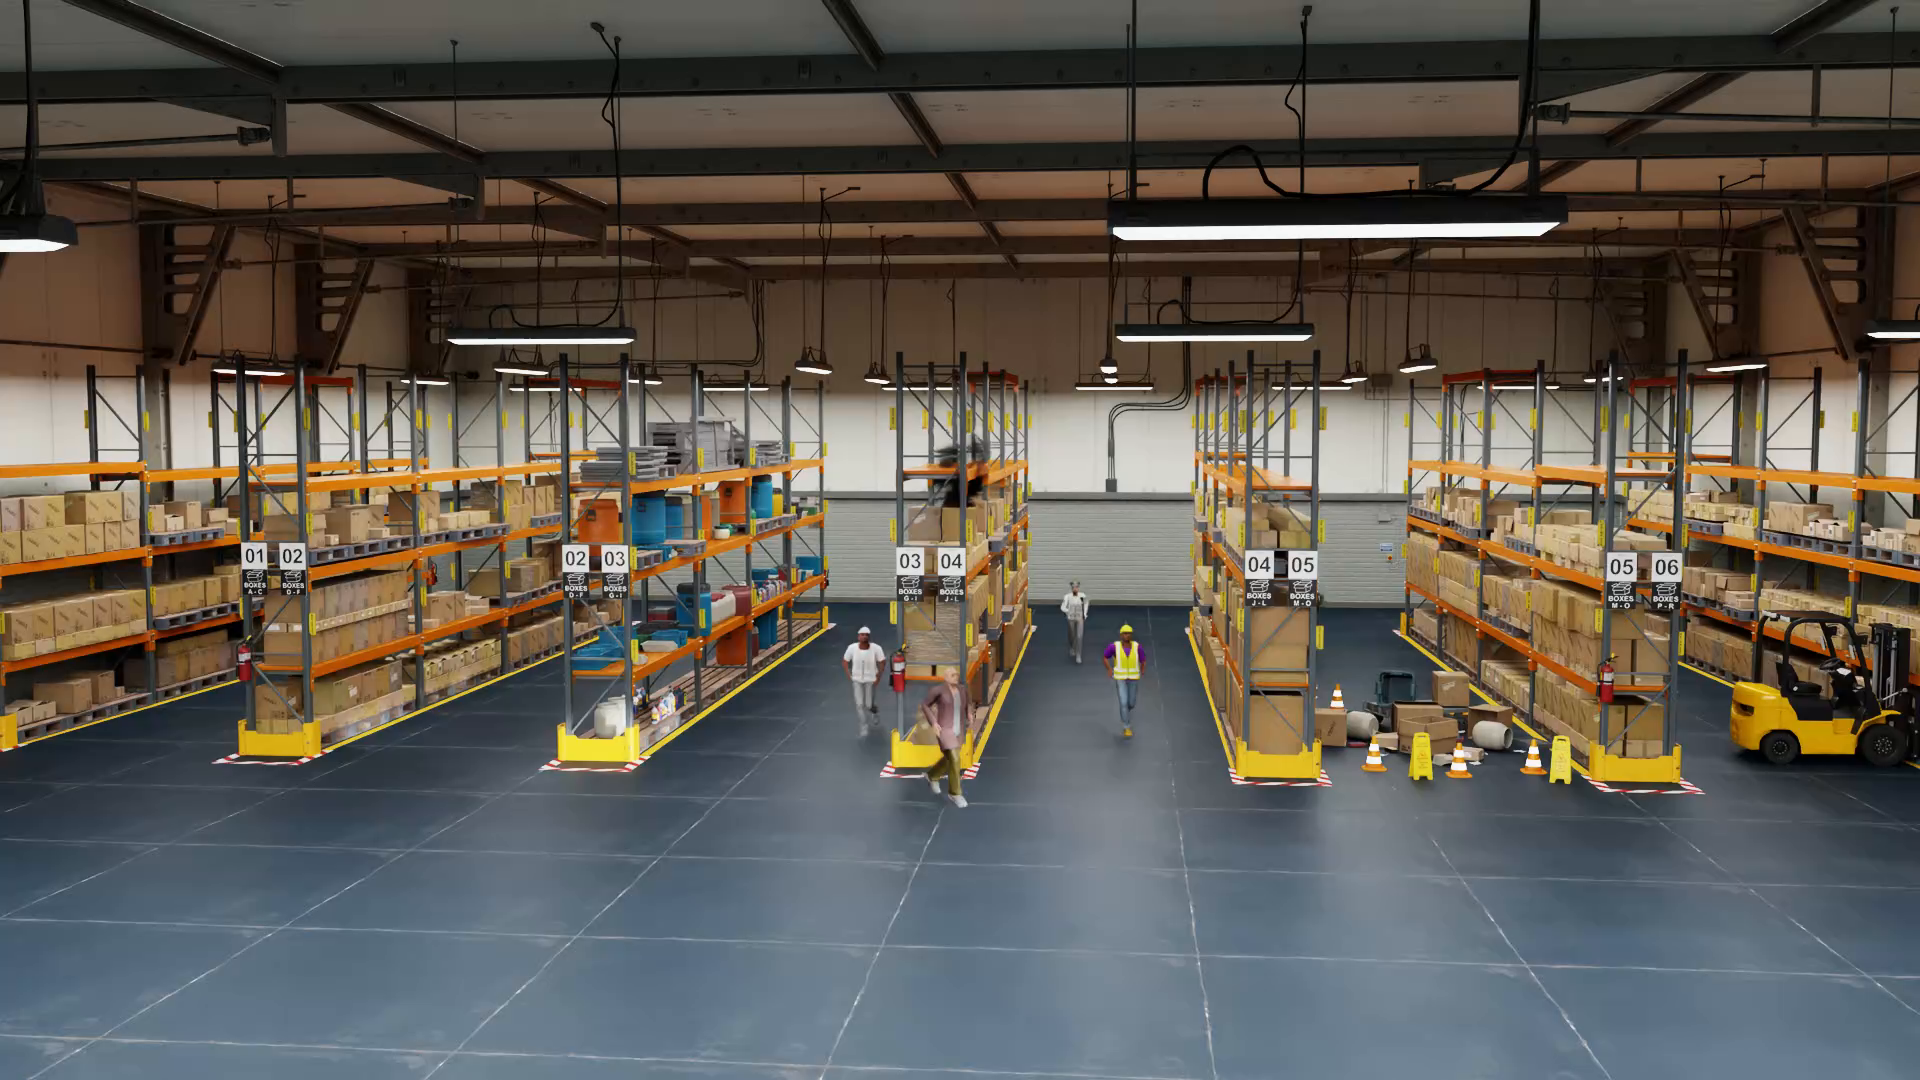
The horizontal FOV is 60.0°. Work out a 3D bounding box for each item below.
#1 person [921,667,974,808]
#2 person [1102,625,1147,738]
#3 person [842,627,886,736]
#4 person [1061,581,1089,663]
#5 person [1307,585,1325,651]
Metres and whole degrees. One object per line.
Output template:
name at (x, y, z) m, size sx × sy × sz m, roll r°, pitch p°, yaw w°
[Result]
person at (-0.162, 2.553, 21.931) m, size 0.687 × 1.807 × 0.962 m, roll -3°, pitch 5°, yaw -40°
person at (2.657, 2.239, 26.727) m, size 0.700 × 1.762 × 0.881 m, roll 0°, pitch 4°, yaw -6°
person at (-1.545, 2.247, 26.697) m, size 0.692 × 1.739 × 0.661 m, roll 0°, pitch 4°, yaw 3°
person at (2.405, 1.678, 34.798) m, size 0.583 × 1.691 × 0.935 m, roll 0°, pitch 4°, yaw 3°
person at (7.559, 1.603, 36.046) m, size 0.635 × 1.769 × 0.795 m, roll 0°, pitch 4°, yaw 6°
